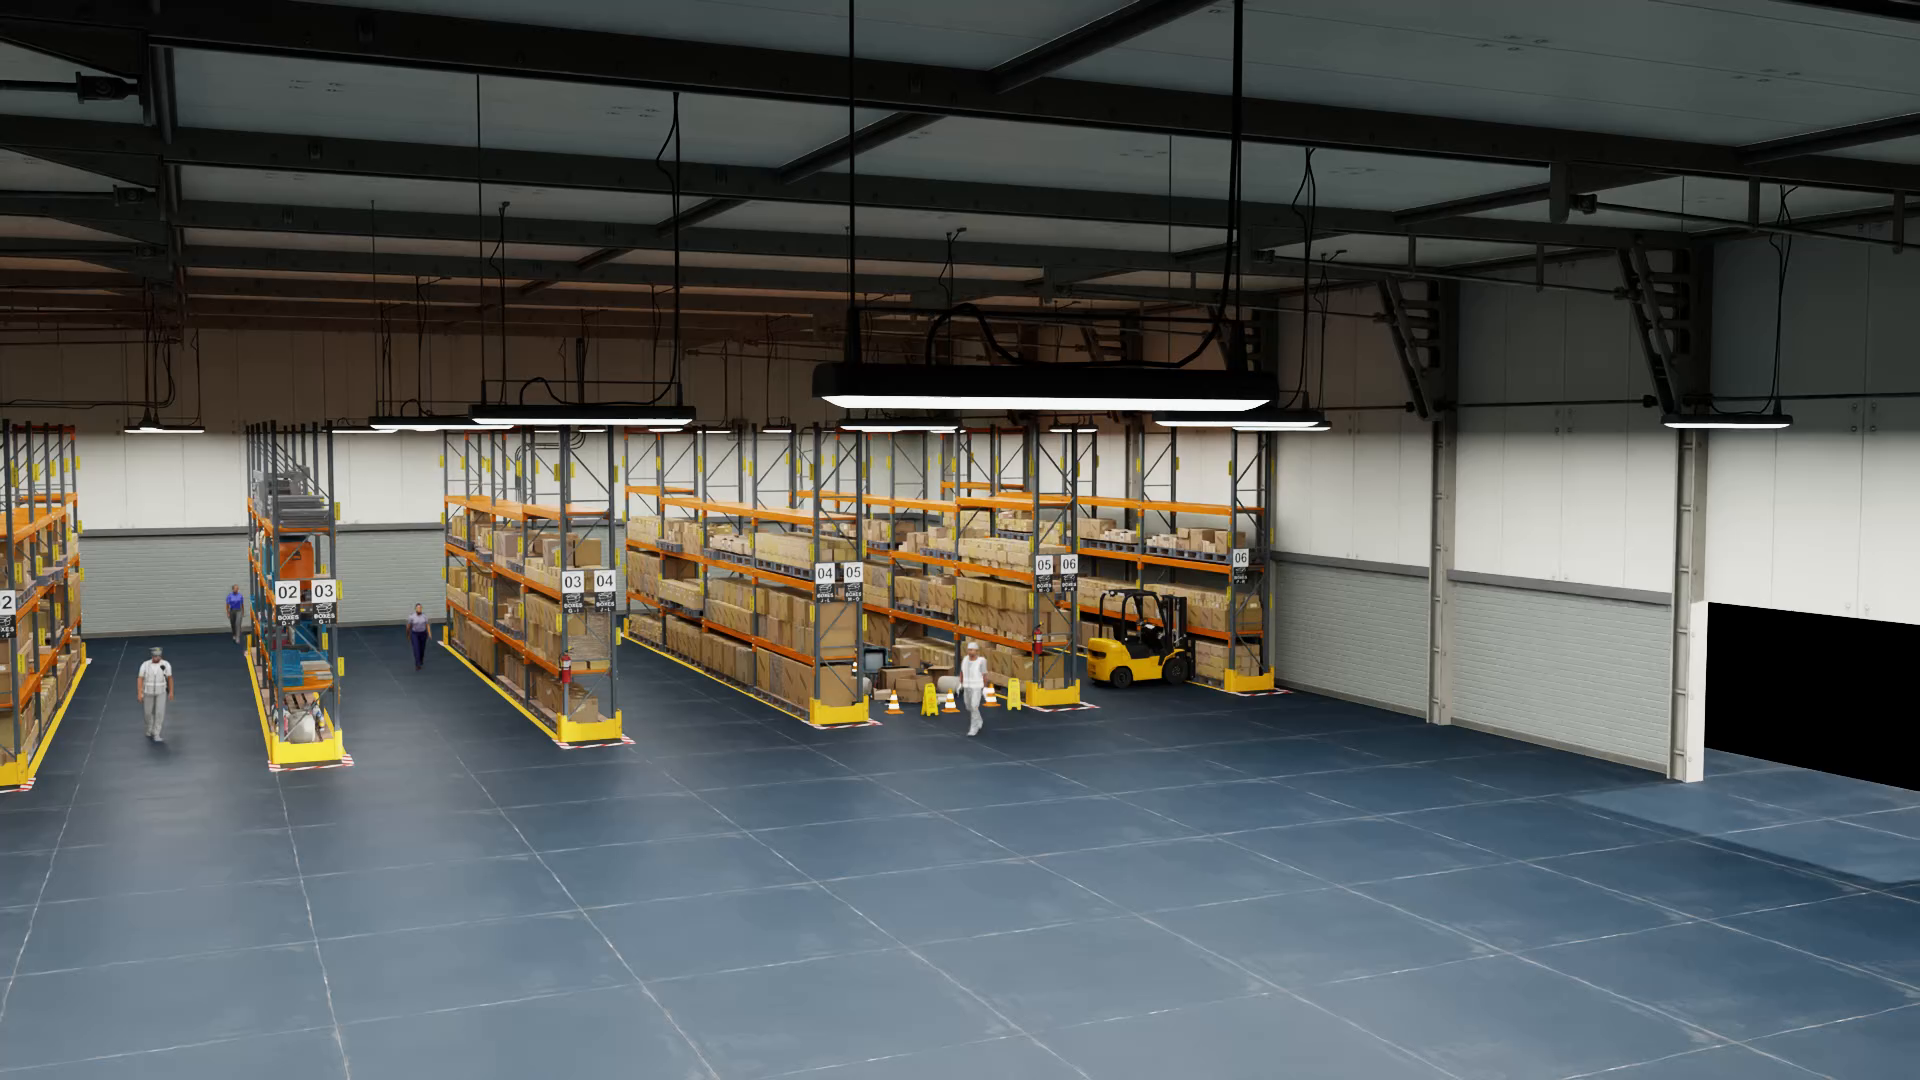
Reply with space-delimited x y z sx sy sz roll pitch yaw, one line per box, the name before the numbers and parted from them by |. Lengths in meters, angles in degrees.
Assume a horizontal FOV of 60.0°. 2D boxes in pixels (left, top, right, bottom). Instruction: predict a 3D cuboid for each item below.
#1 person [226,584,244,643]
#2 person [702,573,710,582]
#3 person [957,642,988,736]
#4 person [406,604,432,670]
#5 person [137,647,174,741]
person | -20.092 2.025 46.064 0.415 1.588 1.056 -1 4 -15
person | -7.332 1.836 48.154 0.412 1.828 0.601 2 4 27
person | 0.278 2.836 31.989 0.551 1.770 0.831 3 4 36
person | -13.309 2.355 40.908 0.564 1.588 1.022 -2 4 -28
person | -15.219 2.919 31.465 0.616 1.782 0.656 -2 4 -27
